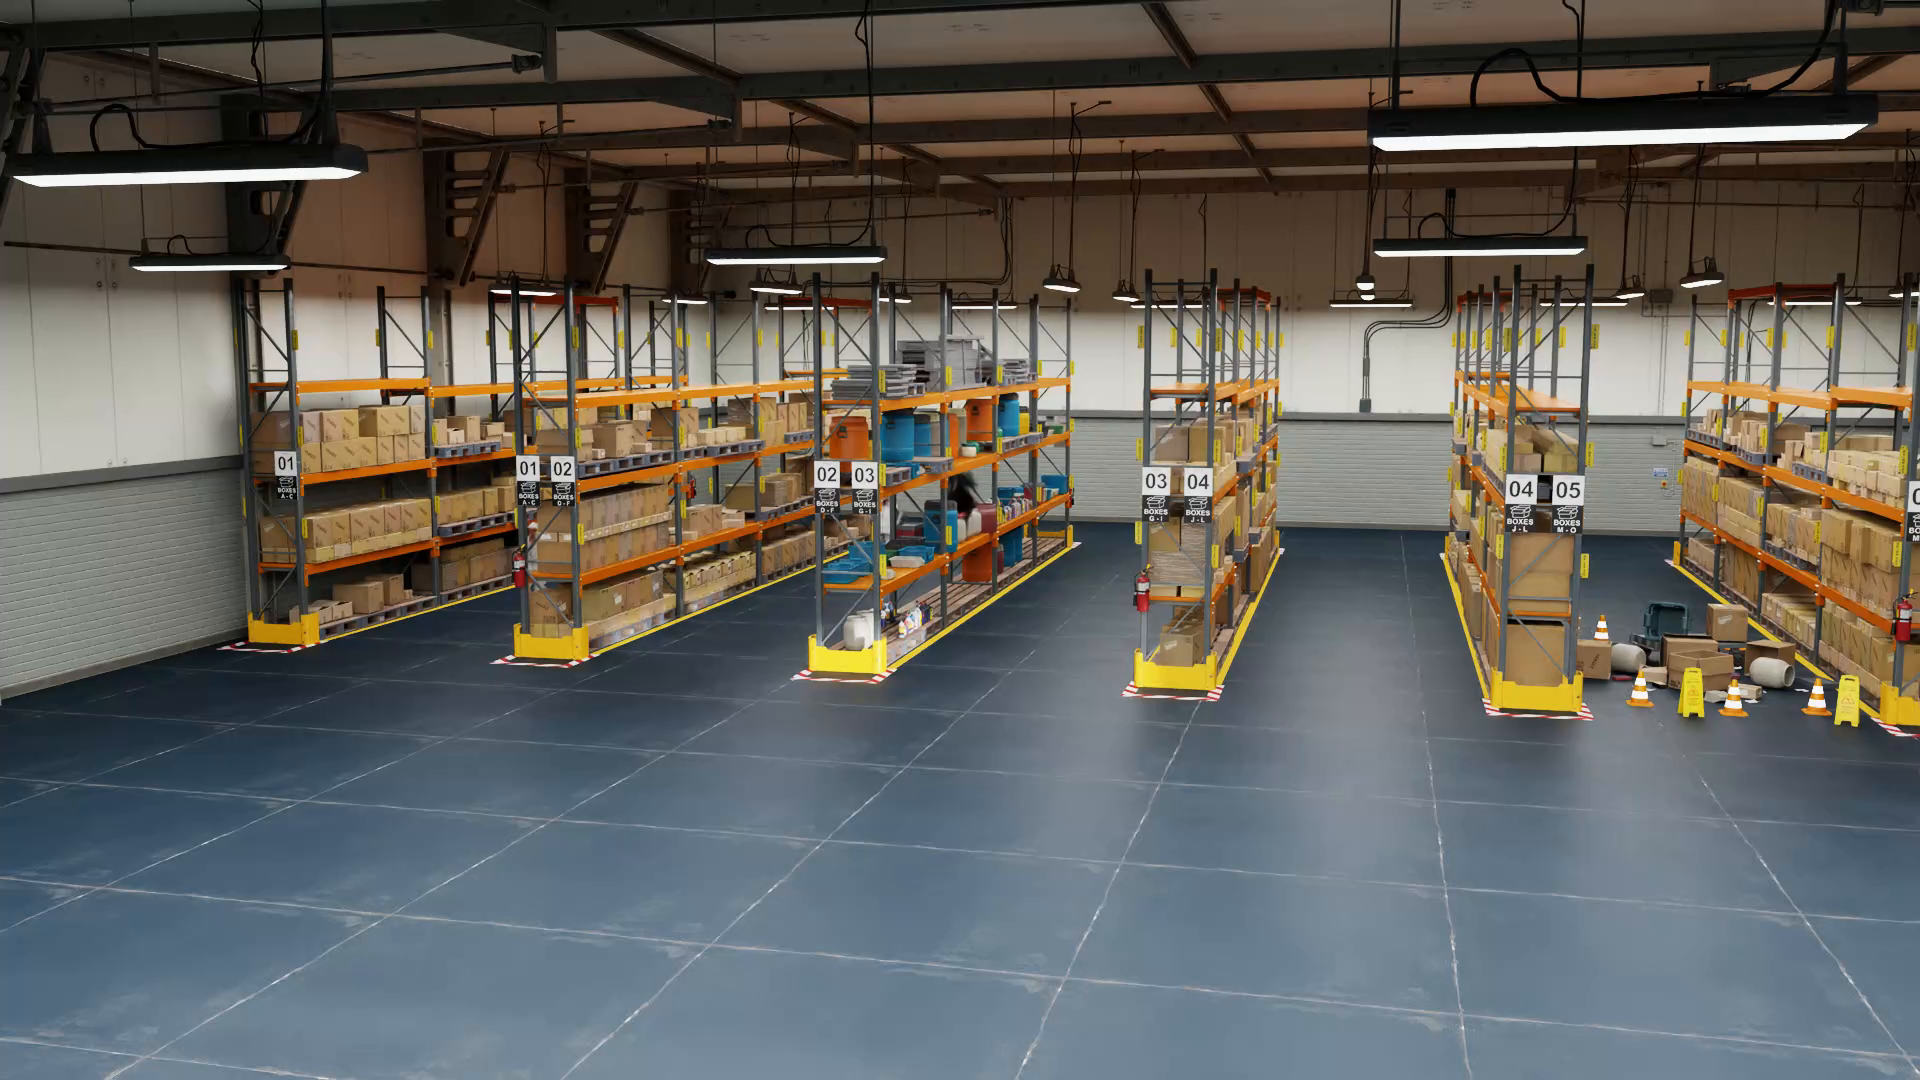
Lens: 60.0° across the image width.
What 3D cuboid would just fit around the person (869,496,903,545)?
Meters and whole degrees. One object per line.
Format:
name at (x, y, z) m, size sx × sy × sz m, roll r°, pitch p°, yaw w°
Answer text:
person at (-1.506, -0.102, 33.105) m, size 0.638 × 1.889 × 0.757 m, roll 2°, pitch 7°, yaw 18°

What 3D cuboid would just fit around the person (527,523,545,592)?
person at (-7.640, 0.552, 29.801) m, size 0.647 × 1.750 × 0.735 m, roll 0°, pitch 7°, yaw 3°
